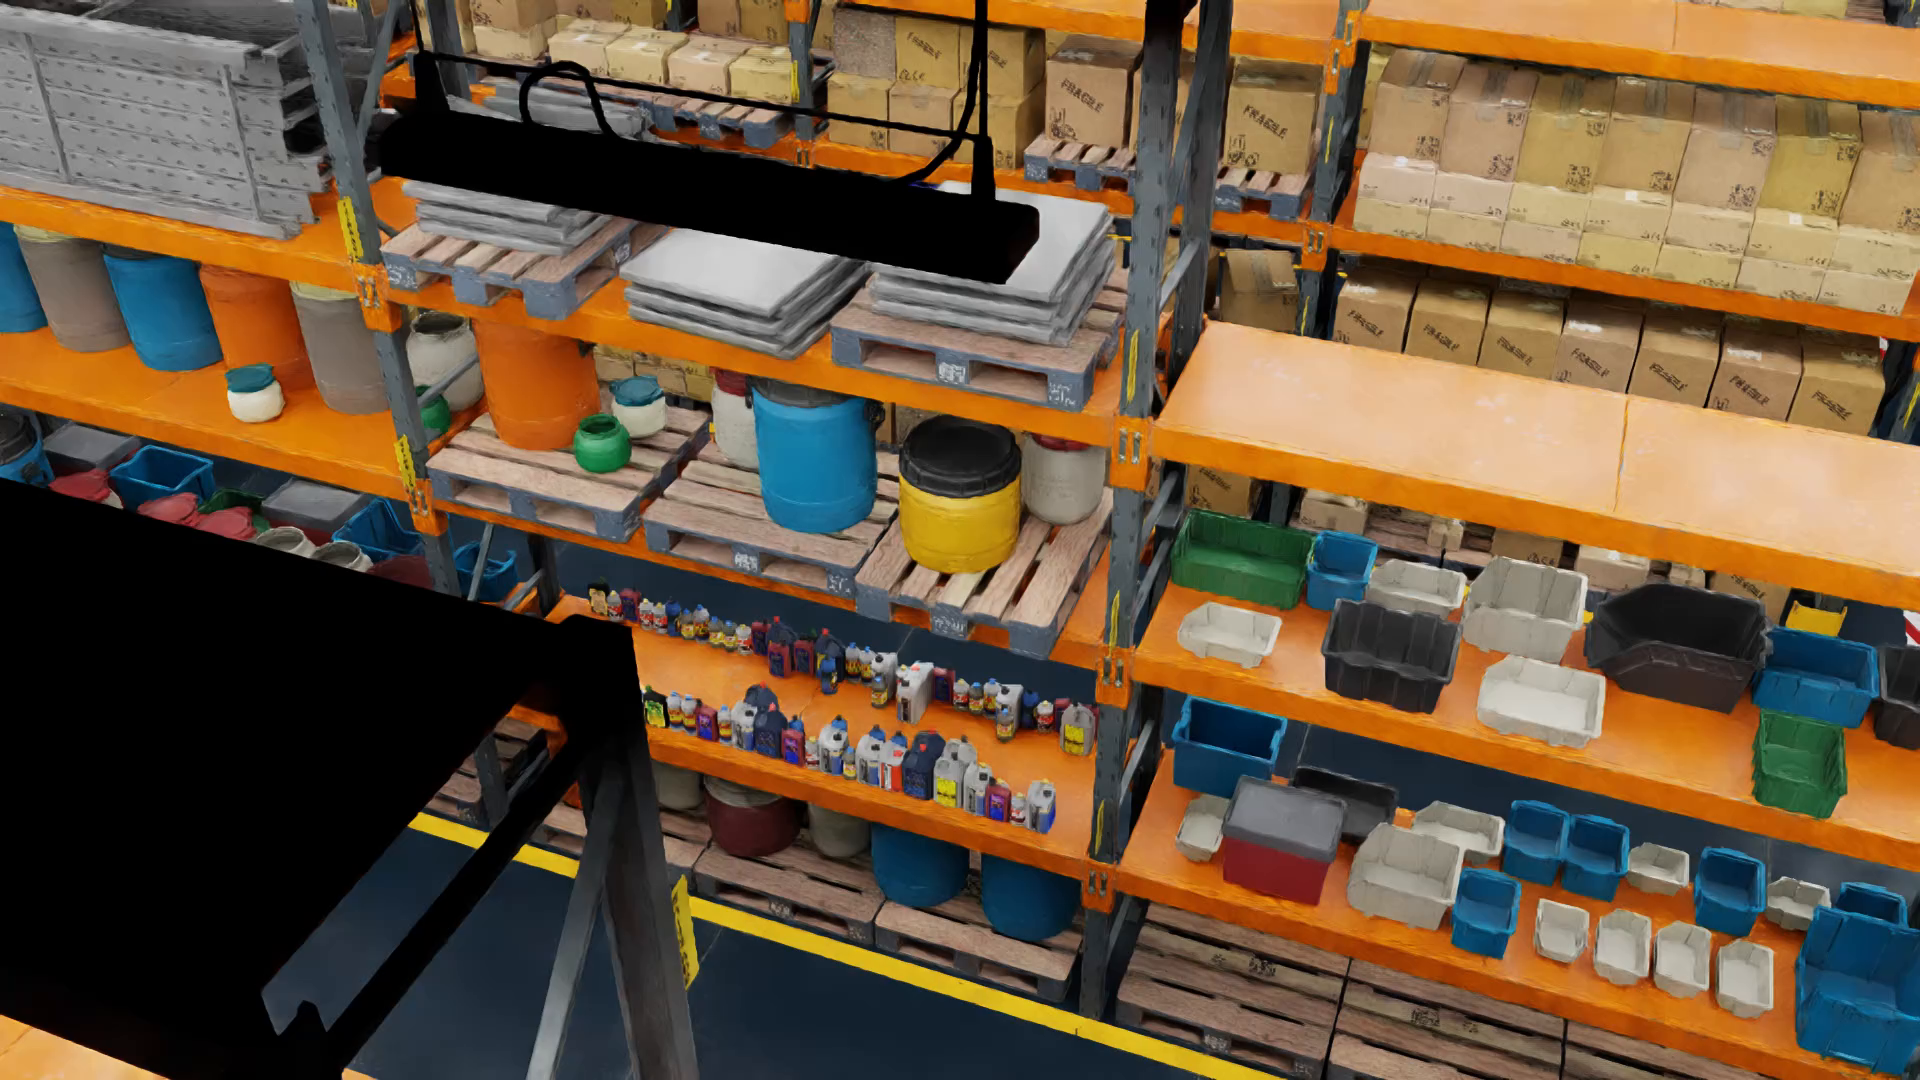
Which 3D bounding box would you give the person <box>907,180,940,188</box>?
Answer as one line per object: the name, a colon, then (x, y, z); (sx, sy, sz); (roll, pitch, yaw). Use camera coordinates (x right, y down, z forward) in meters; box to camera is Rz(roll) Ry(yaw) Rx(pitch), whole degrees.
person: (-0.286, -2.954, 15.975); (0.502, 1.663, 0.422); (-5, 37, -7)
